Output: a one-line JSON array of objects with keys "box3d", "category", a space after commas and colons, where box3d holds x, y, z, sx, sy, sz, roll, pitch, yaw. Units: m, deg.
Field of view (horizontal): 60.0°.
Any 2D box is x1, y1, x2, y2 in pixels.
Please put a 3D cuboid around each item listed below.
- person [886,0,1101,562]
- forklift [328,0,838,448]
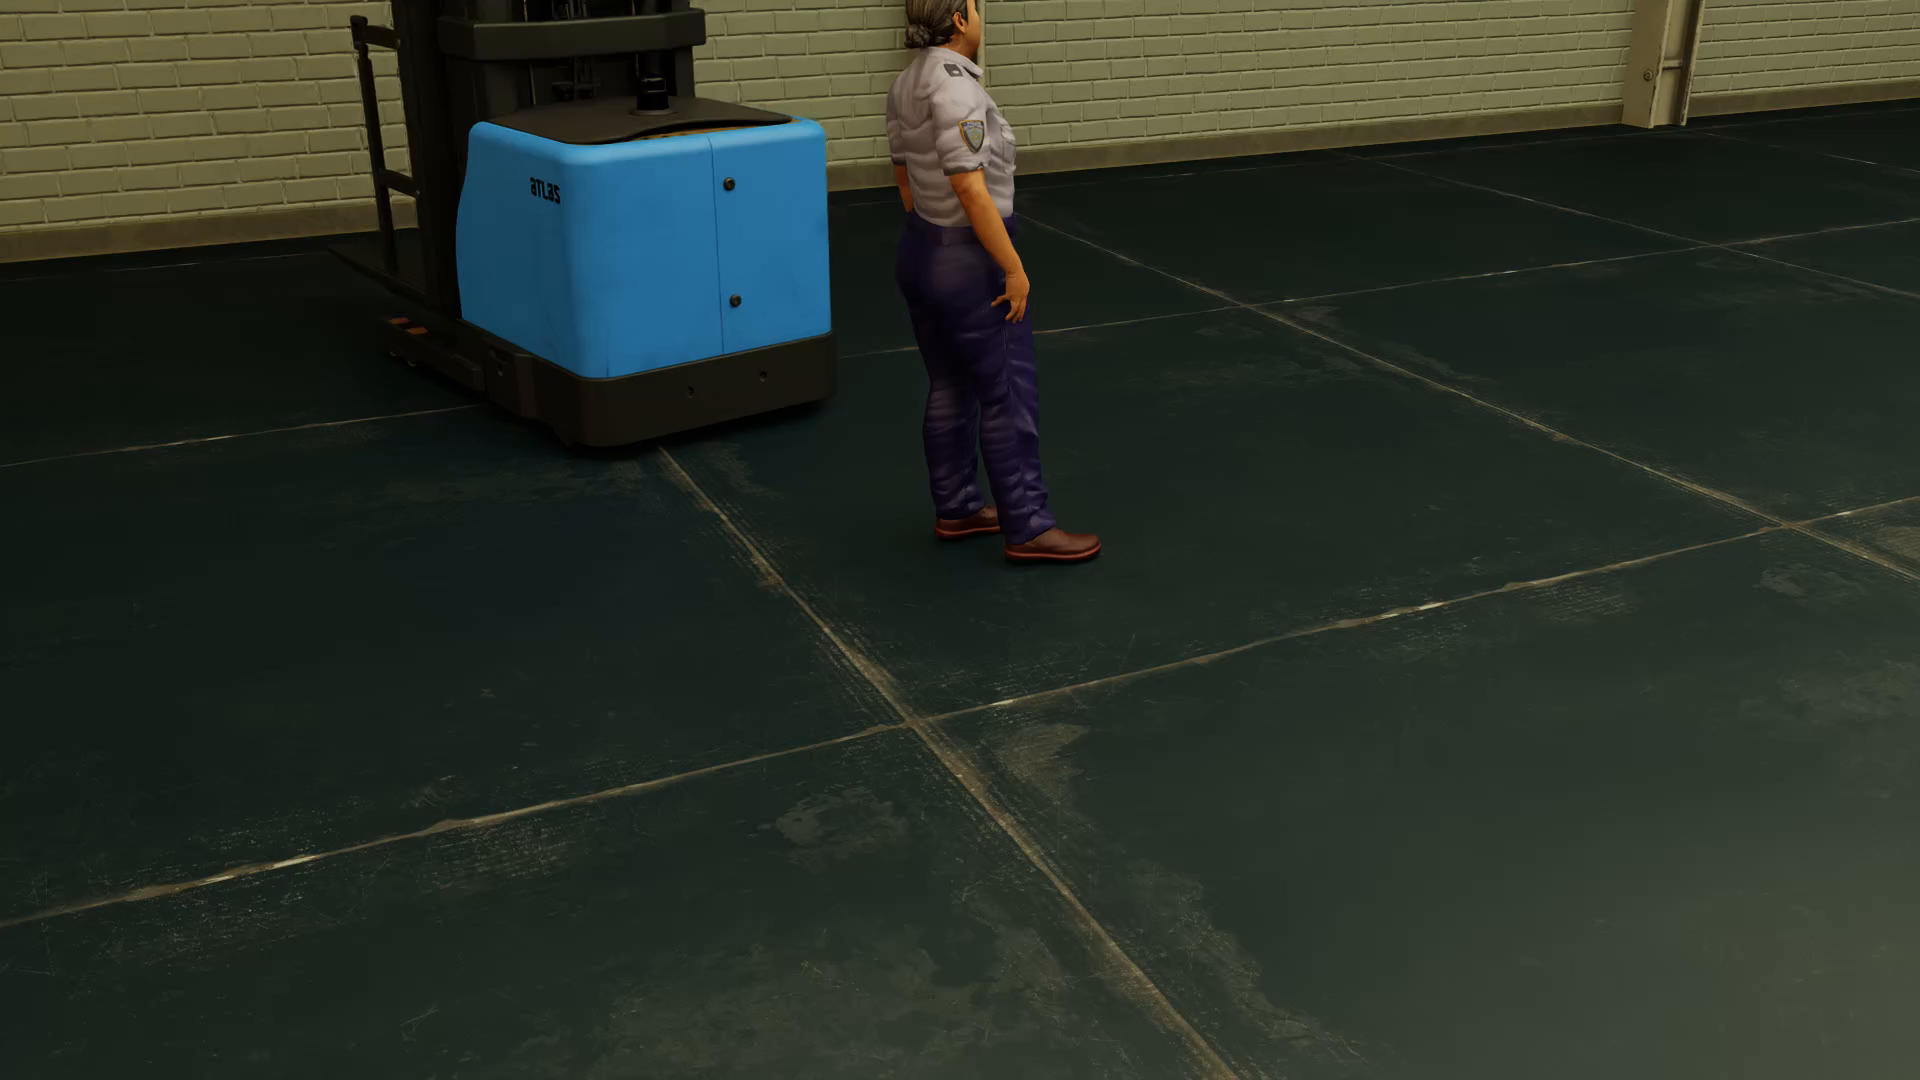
[{"box3d": [0.090, -0.775, 4.804, 0.503, 1.650, 0.599, -10, 25, -23], "category": "person"}, {"box3d": [-1.778, -2.165, 6.498, 1.130, 2.935, 3.031, -17, 28, -36], "category": "forklift"}]
